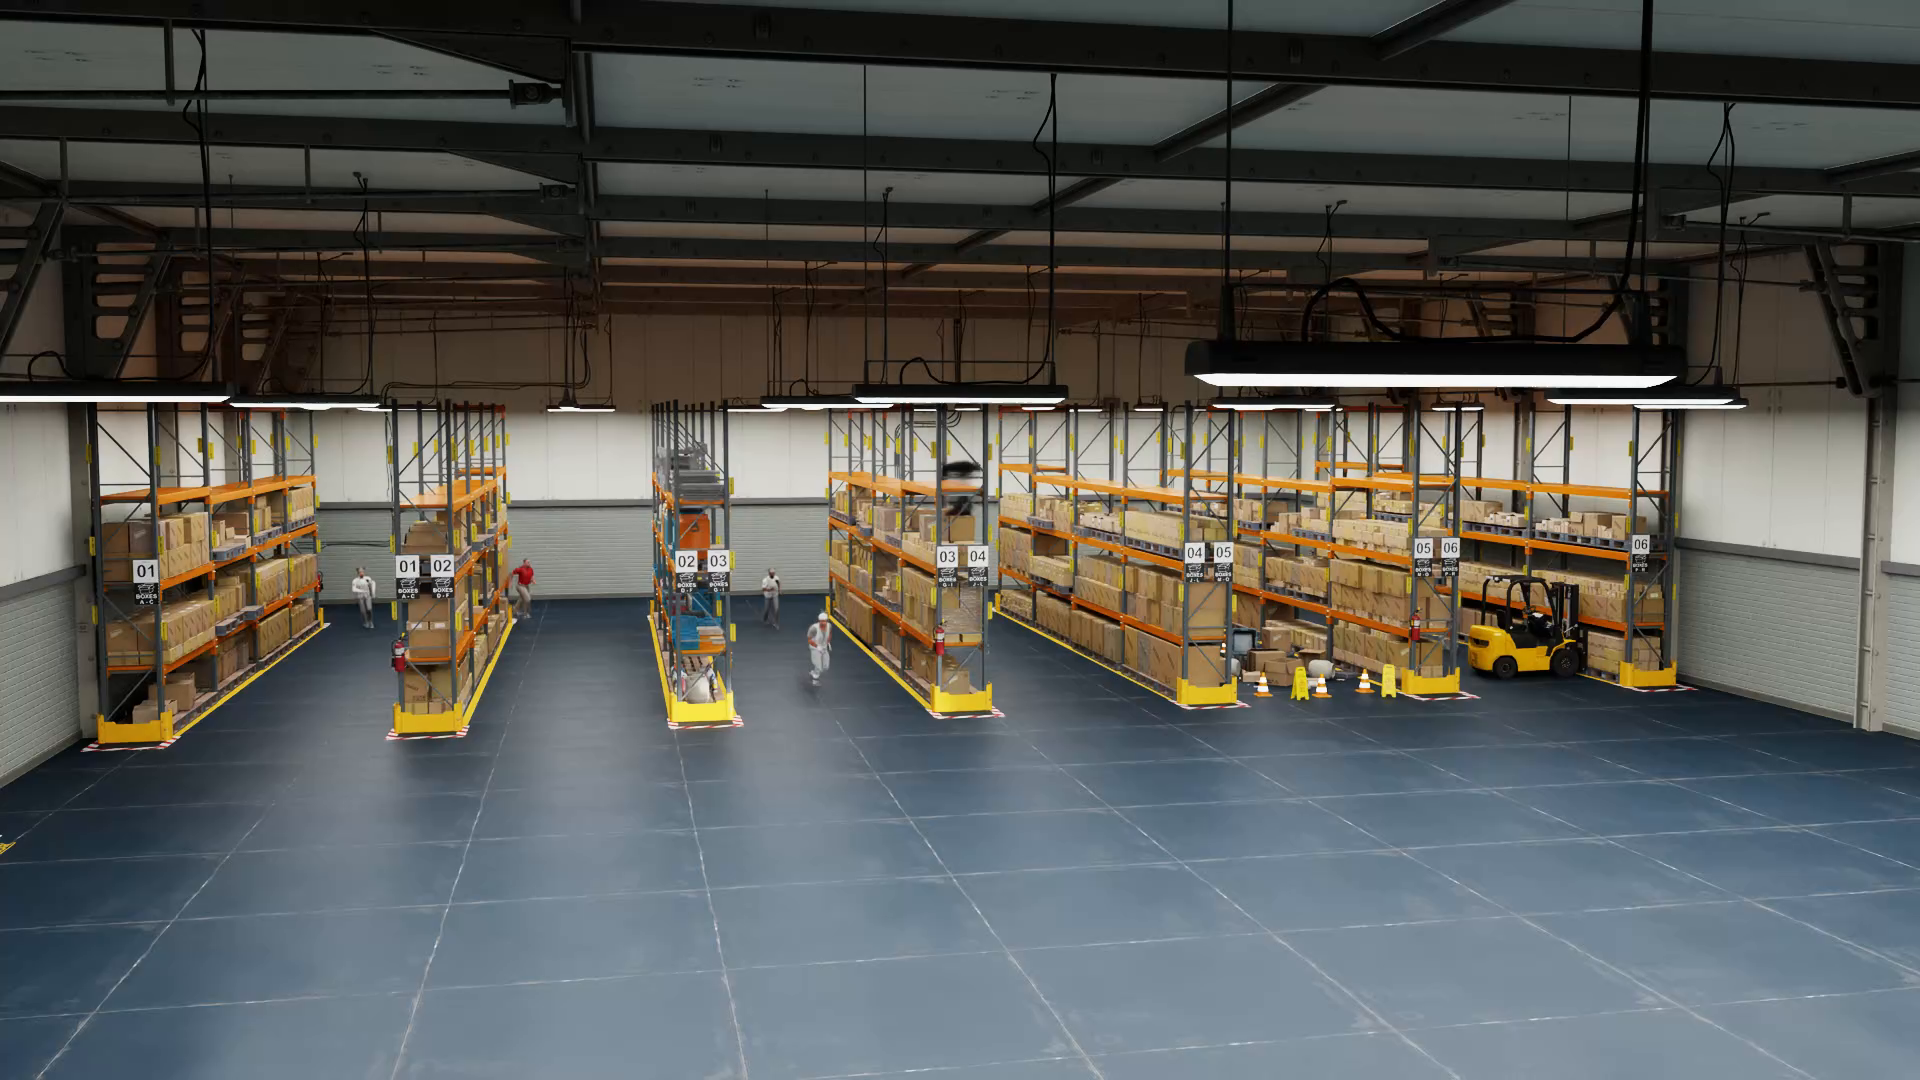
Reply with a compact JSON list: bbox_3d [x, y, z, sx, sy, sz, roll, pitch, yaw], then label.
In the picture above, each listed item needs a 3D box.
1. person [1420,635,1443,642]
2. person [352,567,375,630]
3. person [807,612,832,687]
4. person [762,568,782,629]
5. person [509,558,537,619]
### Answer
[{"bbox_3d":[11.560,1.848,41.017,0.531,1.567,0.894,-2,5,-26],"label":"person"},{"bbox_3d":[-15.902,1.551,44.364,0.574,1.697,0.654,-1,5,-19],"label":"person"},{"bbox_3d":[-2.972,2.287,34.849,0.636,1.610,0.910,-3,6,-39],"label":"person"},{"bbox_3d":[-5.065,1.544,44.681,0.588,1.657,0.954,-2,5,-21],"label":"person"},{"bbox_3d":[-12.323,1.380,46.821,0.896,1.750,0.663,2,5,21],"label":"person"}]
